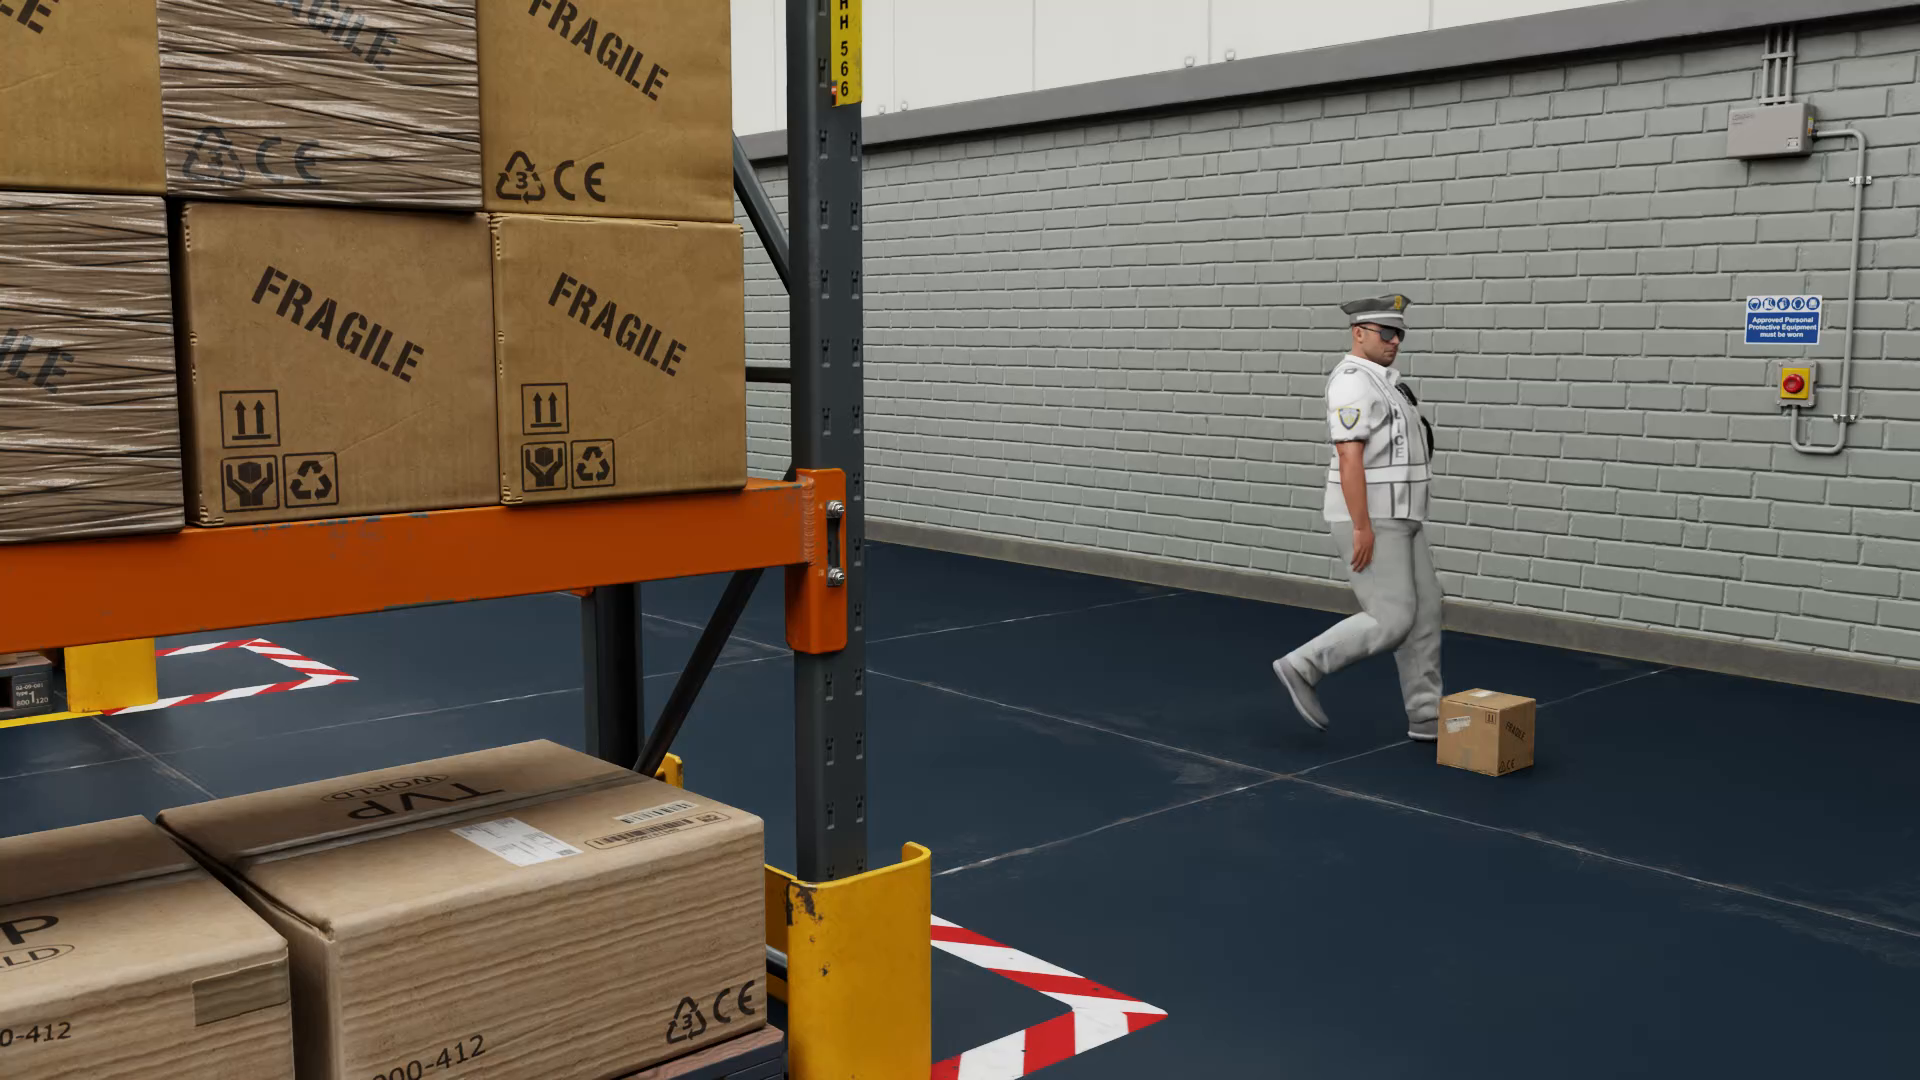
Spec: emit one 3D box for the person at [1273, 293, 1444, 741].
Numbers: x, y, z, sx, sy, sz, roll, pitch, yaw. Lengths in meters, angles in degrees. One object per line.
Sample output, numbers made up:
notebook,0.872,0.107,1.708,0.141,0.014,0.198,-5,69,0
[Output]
person,1.658,-0.078,6.394,0.807,1.723,0.567,4,8,28
